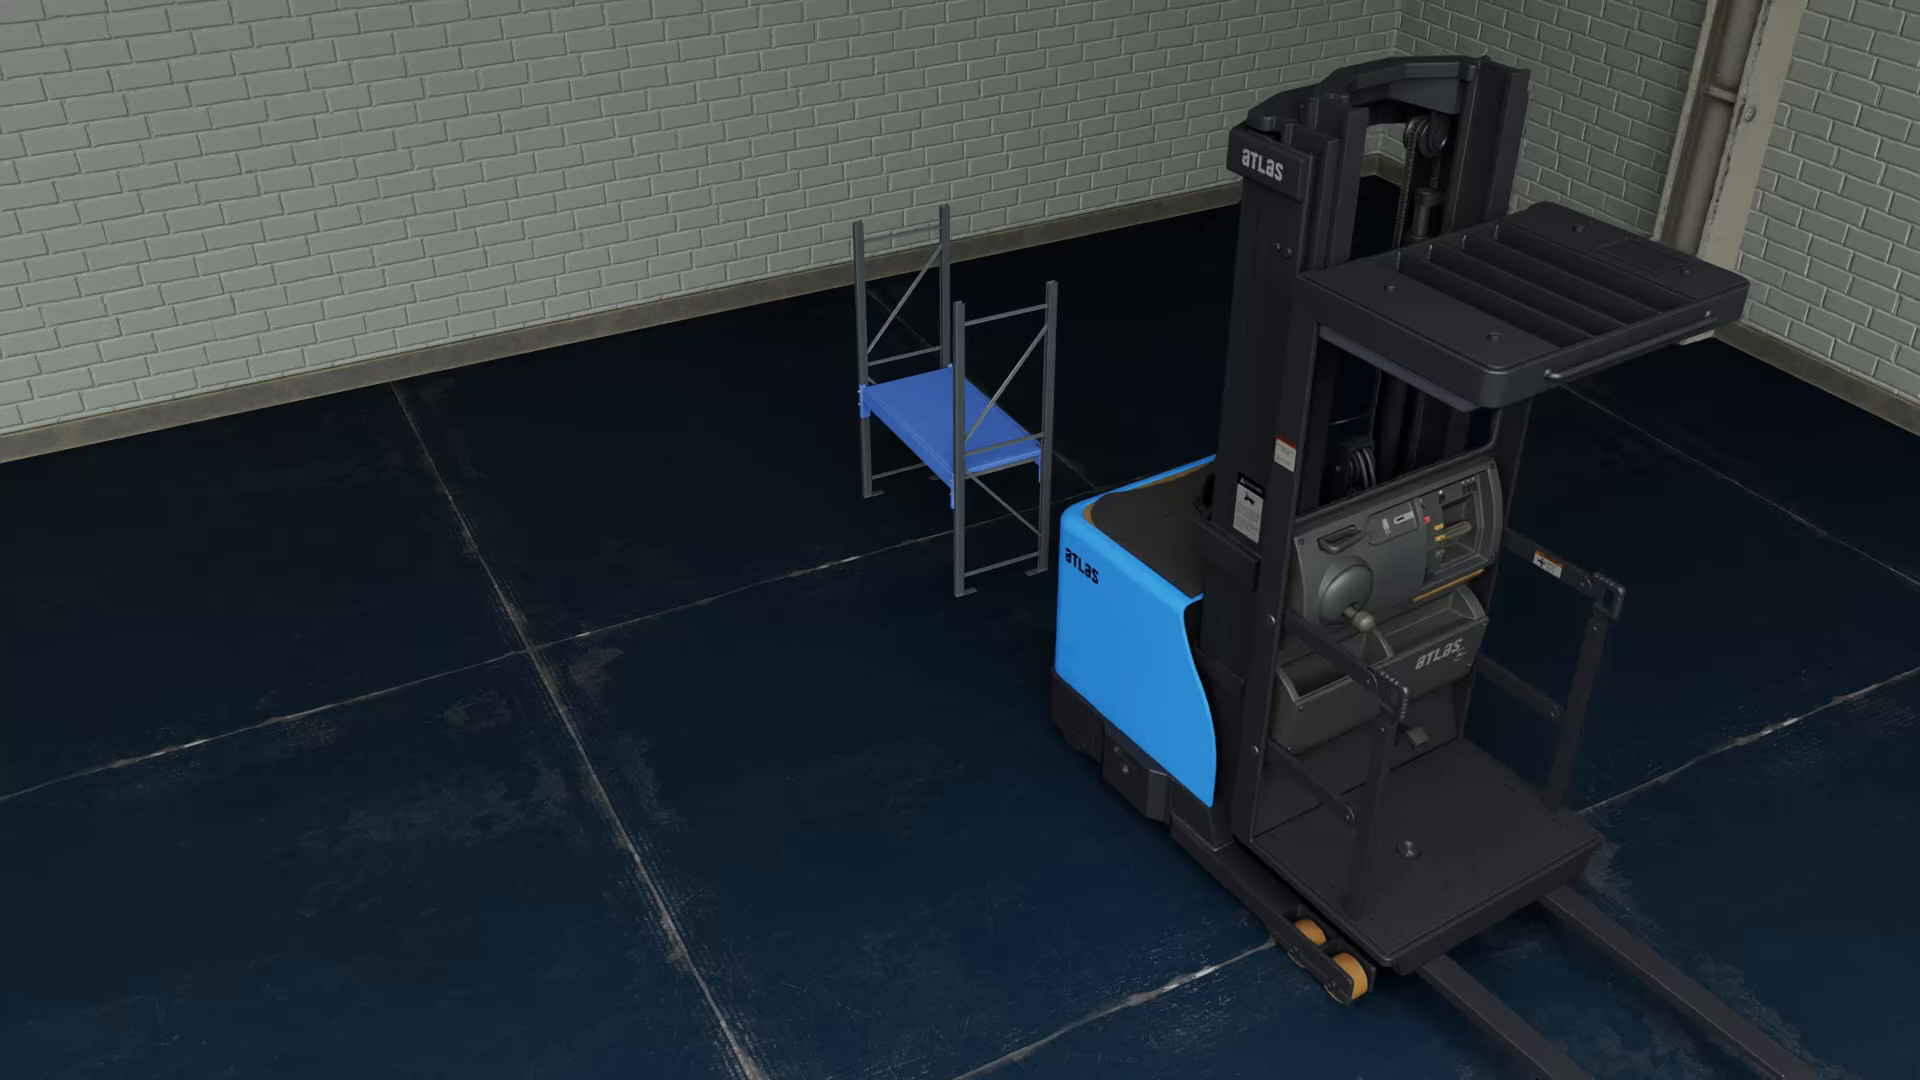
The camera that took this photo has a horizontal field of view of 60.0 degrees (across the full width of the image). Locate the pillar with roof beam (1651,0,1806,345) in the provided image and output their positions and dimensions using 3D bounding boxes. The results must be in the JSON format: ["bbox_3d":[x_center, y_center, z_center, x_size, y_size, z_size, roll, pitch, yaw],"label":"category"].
[{"bbox_3d":[0.609,-4.019,6.181,9.100,9.000,0.400,-16,36,-23],"label":"pillar with roof beam"}]

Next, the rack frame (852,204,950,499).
[{"bbox_3d":[-0.277,-0.915,8.288,0.500,1.500,0.032,-16,36,-23],"label":"rack frame"}]

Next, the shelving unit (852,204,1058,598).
[{"bbox_3d":[-0.040,-0.672,7.909,0.538,1.500,1.048,-16,36,-23],"label":"shelving unit"}]

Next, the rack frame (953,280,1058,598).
[{"bbox_3d":[0.197,-0.430,7.530,0.500,1.500,0.032,-16,36,-23],"label":"rack frame"}]

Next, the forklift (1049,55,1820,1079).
[{"bbox_3d":[1.594,0.071,5.423,1.130,2.935,3.031,-19,37,-27],"label":"forklift"}]

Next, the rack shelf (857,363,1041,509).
[{"bbox_3d":[-0.040,-0.521,8.006,0.538,0.185,1.000,-16,36,-23],"label":"rack shelf"}]
